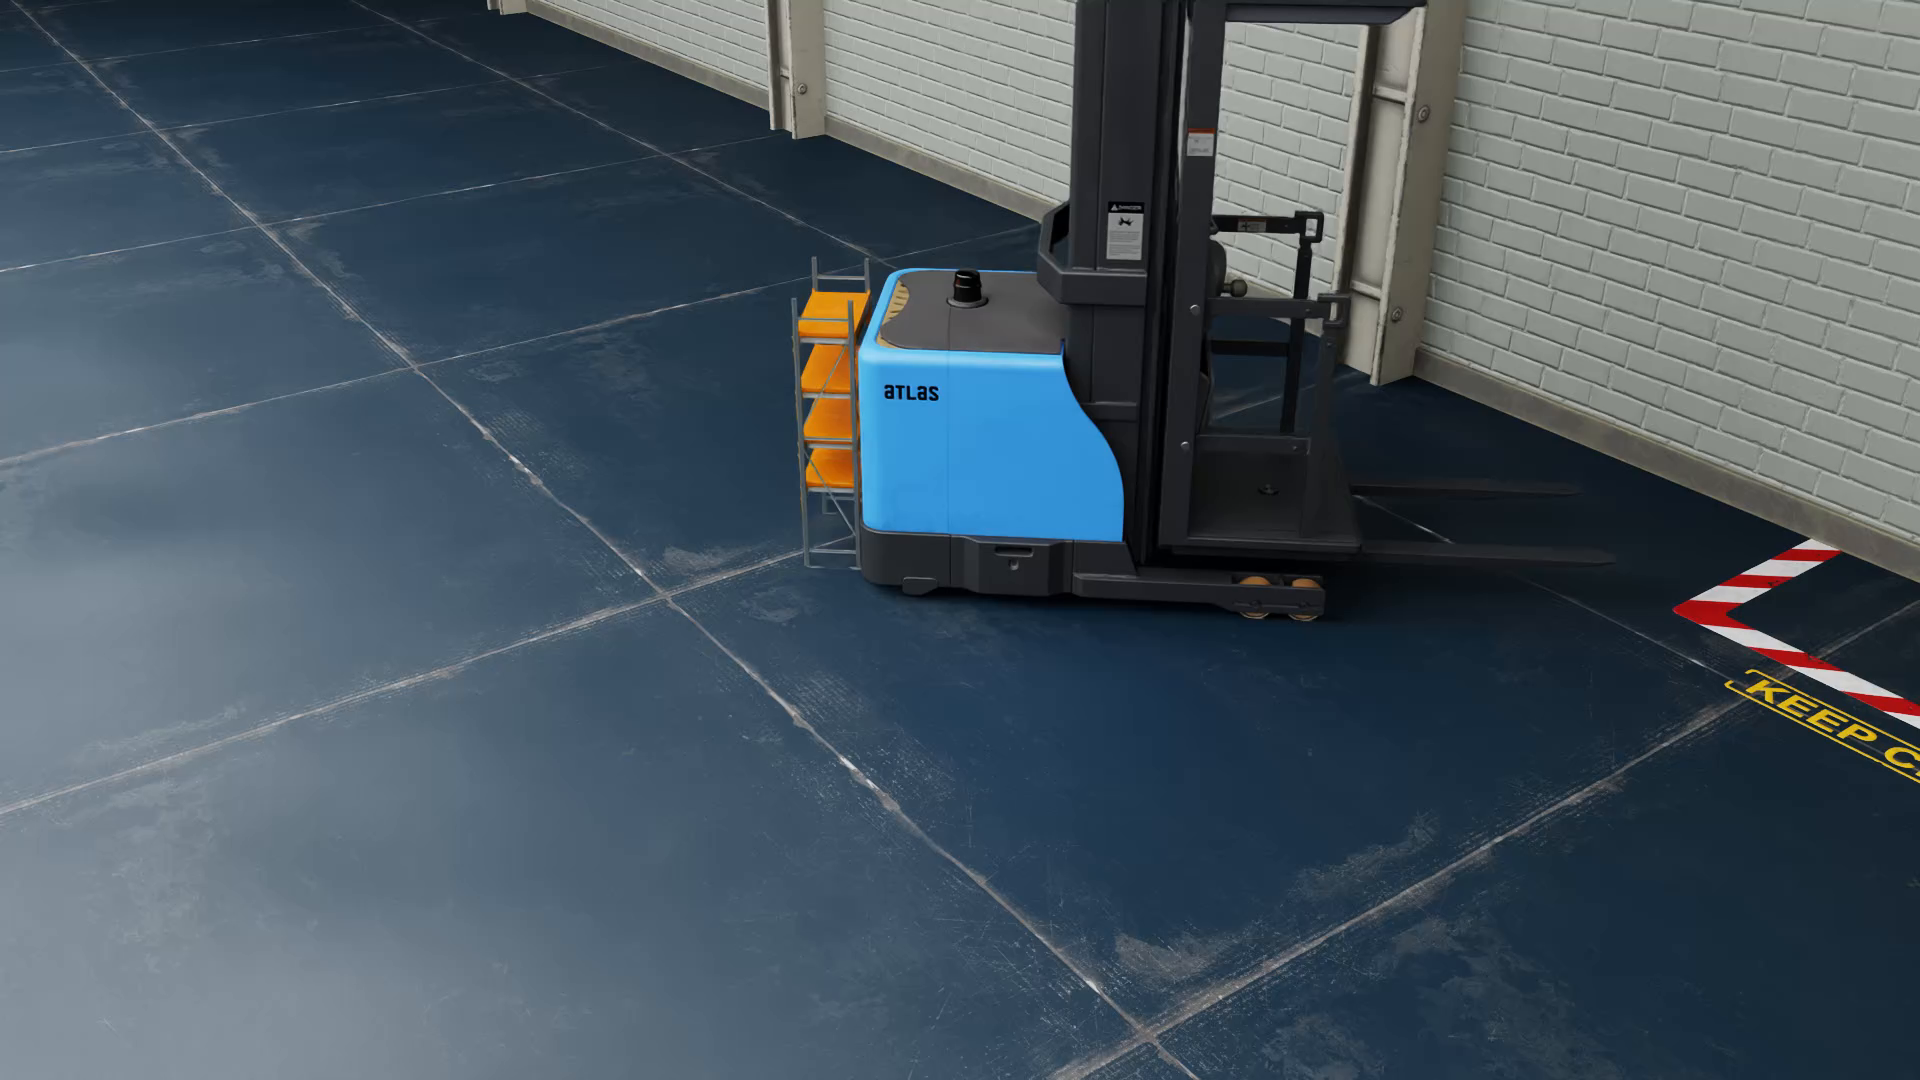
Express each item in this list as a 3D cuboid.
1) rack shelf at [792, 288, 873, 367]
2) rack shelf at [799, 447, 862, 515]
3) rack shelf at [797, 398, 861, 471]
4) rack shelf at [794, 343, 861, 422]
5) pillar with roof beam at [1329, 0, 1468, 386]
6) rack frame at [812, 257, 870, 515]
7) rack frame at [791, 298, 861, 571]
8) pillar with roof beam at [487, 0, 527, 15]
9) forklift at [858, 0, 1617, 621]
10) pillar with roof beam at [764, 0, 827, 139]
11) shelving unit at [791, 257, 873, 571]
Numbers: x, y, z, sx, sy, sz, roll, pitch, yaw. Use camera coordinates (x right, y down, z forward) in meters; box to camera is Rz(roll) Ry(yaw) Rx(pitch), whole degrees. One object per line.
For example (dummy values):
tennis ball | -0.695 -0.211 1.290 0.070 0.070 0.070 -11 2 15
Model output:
rack shelf | -0.515 -0.868 6.768 0.258 0.148 0.480 2 29 4
rack shelf | -0.515 -0.289 7.082 0.258 0.148 0.480 2 29 4
rack shelf | -0.515 -0.464 6.988 0.258 0.148 0.480 2 29 4
rack shelf | -0.515 -0.660 6.881 0.258 0.148 0.480 2 29 4
pillar with roof beam | -1.306 -3.689 4.613 9.100 9.000 0.400 -19 34 -31
rack frame | -0.494 -0.639 7.169 0.240 1.200 0.015 2 29 4
rack frame | -0.535 -0.407 6.742 0.240 1.200 0.015 2 29 4
pillar with roof beam | -8.266 -8.354 13.203 9.100 9.000 0.400 -19 34 -31
forklift | 1.141 -1.230 6.444 3.031 2.935 1.130 3 29 5
pillar with roof beam | -4.786 -6.021 8.908 9.100 9.000 0.400 -19 34 -31
shelving unit | -0.515 -0.523 6.955 0.258 1.200 0.503 2 29 4
